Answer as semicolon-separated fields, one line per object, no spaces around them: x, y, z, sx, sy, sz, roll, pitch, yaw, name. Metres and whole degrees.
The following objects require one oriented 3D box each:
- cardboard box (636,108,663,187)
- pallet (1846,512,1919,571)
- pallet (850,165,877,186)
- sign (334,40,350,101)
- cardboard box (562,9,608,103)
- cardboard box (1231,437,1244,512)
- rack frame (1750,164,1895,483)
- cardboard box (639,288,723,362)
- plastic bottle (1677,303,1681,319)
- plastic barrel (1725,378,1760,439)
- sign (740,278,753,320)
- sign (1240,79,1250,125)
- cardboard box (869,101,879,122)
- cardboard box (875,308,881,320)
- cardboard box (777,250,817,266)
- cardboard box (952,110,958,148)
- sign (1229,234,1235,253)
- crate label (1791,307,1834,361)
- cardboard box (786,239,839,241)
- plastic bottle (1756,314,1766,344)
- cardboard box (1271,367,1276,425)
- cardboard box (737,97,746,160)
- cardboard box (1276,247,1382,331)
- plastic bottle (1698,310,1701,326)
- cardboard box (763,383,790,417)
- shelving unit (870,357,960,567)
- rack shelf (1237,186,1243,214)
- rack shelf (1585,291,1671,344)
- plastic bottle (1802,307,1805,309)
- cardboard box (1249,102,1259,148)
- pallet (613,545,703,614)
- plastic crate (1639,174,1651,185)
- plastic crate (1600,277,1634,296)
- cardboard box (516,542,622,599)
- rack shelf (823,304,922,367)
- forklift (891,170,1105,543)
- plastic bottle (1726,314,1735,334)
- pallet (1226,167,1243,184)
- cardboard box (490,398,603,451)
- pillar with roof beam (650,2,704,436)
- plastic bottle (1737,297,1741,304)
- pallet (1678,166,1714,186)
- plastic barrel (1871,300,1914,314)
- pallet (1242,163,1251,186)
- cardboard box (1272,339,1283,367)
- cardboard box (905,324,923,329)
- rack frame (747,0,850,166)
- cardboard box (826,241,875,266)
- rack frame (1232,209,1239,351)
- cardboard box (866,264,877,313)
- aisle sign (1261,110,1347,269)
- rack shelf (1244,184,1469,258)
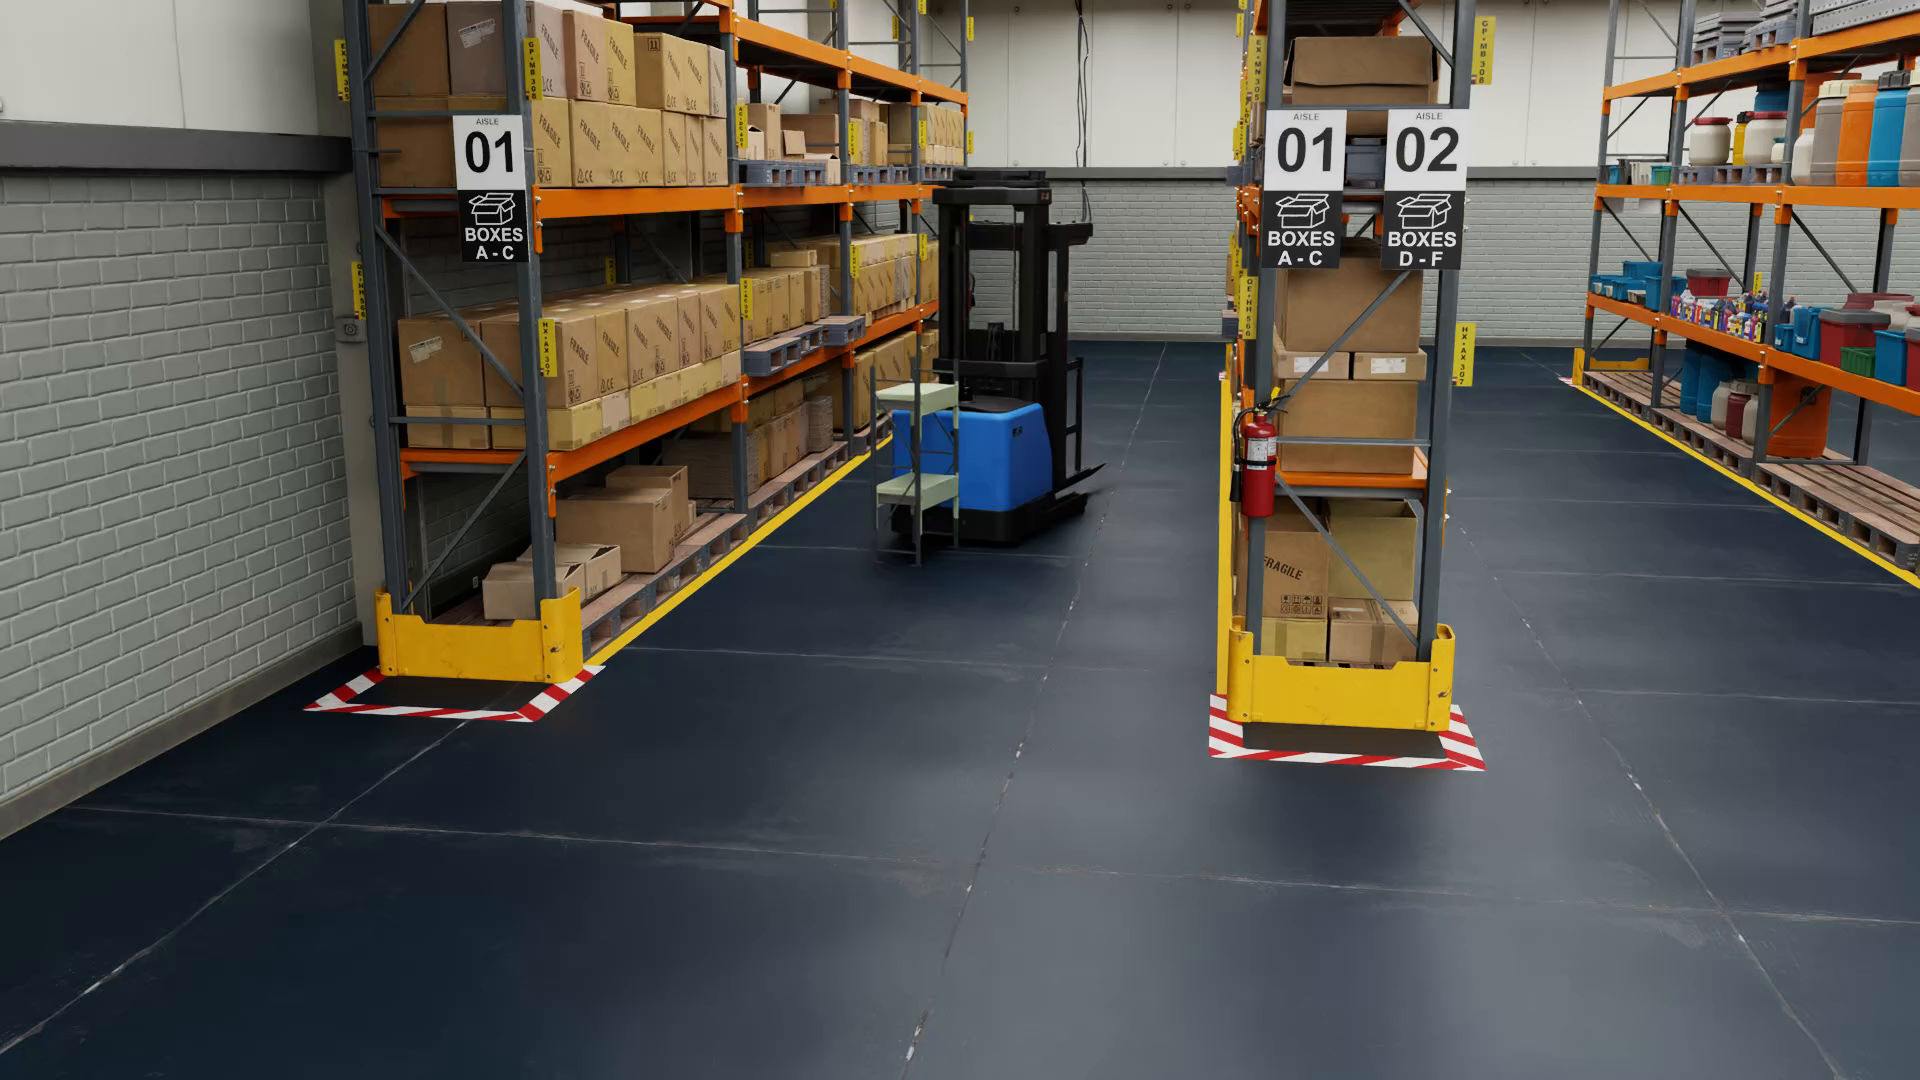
-2.296;-2.589;10.982;0.500;0.500;0.500;3;12;12;cardboard box
7.637;0.015;12.921;1.003;0.211;1.213;2;12;9;pallet
-1.573;-3.846;17.550;1.213;0.211;1.003;2;12;11;pallet
-3.395;-2.593;9.182;0.100;0.325;0.005;2;12;9;sign
-2.424;-2.860;9.867;0.500;0.500;0.500;2;12;8;cardboard box
2.280;-0.486;12.377;0.500;0.500;0.500;2;12;9;cardboard box
8.170;-2.016;15.727;1.000;3.000;0.127;2;12;9;rack frame
-2.073;-1.595;12.301;0.500;0.500;0.500;2;12;8;cardboard box
8.287;-2.636;19.078;0.097;0.201;0.097;0;12;0;plastic bottle
8.402;-1.380;17.502;0.600;0.588;0.708;2;12;9;plastic barrel
-1.697;-1.911;13.187;0.100;0.325;0.005;2;12;9;sign
2.123;-3.233;12.280;0.100;0.325;0.005;2;12;9;sign
-1.269;-5.087;19.798;0.500;0.250;0.500;3;12;13;cardboard box
-1.115;-2.604;19.007;0.380;0.149;0.250;2;12;9;cardboard box
-1.643;-2.845;16.753;0.380;0.149;0.250;0;12;1;cardboard box
-0.320;-5.751;23.280;0.500;0.500;0.500;2;12;10;cardboard box
3.970;-4.283;24.193;0.100;0.325;0.005;2;12;9;sign
7.750;-1.835;14.804;0.502;0.435;0.616;2;12;9;crate label
-1.641;-3.225;18.565;0.500;0.250;0.500;2;12;7;cardboard box
7.810;-2.057;16.194;0.061;0.283;0.133;2;12;9;plastic bottle
2.365;-0.980;10.682;0.700;0.500;0.500;2;12;10;cardboard box
-2.072;-3.336;13.498;0.500;0.500;0.500;4;13;17;cardboard box
2.290;-1.517;10.096;0.700;0.500;0.500;2;12;9;cardboard box
8.150;-2.451;18.219;0.097;0.201;0.097;0;12;0;plastic bottle
-1.902;-1.321;15.612;0.500;0.250;0.500;2;12;8;cardboard box
-0.341;-0.617;12.795;0.431;1.500;0.755;5;13;22;shelving unit
3.583;-3.708;18.167;1.077;0.370;4.000;2;12;9;rack shelf
9.092;-2.913;21.598;1.077;0.370;4.000;2;12;9;rack shelf
8.778;-2.296;17.333;0.097;0.271;0.097;0;12;0;plastic bottle
2.323;-3.037;11.779;0.500;0.500;0.500;3;13;13;cardboard box
-2.488;0.255;11.810;1.003;0.211;1.213;2;12;9;pallet
8.604;-4.463;20.588;0.293;0.136;0.466;2;12;9;plastic crate
8.936;-3.451;22.641;0.416;0.233;0.300;2;12;9;plastic crate
-2.567;0.168;10.931;0.500;0.311;0.500;3;13;13;cardboard box
-1.312;-2.401;19.224;1.077;0.370;4.000;2;12;9;rack shelf
0.480;-1.681;14.335;1.130;2.935;3.031;5;13;22;forklift
7.986;-2.230;17.192;0.097;0.201;0.097;0;12;0;plastic bottle
3.721;-4.251;19.423;1.213;0.211;1.003;2;12;9;pallet
-2.461;-0.699;9.926;0.500;0.250;0.500;2;12;7;cardboard box
1.580;-4.887;14.811;9.100;9.000;0.400;2;12;9;pillar with roof beam
9.044;-2.695;19.174;0.152;0.276;0.135;2;12;9;plastic bottle
8.761;-4.056;18.522;1.213;0.211;1.003;2;12;9;pallet
8.223;-1.849;14.689;0.421;0.512;0.421;0;12;0;plastic barrel
3.260;-3.407;15.510;1.213;0.211;1.003;2;12;11;pallet
1.994;-1.071;9.567;0.380;0.149;0.250;2;12;8;cardboard box
-0.731;-2.976;23.577;0.380;0.149;0.250;2;12;9;cardboard box
-1.619;-5.269;16.584;1.000;3.000;0.127;2;12;9;rack frame
-1.213;-3.105;18.012;0.500;0.250;0.500;2;12;8;cardboard box
4.506;-3.842;24.202;1.000;3.000;0.127;2;12;9;rack frame
-1.202;-2.742;18.107;0.500;0.500;0.500;2;12;11;cardboard box
1.745;-1.778;8.454;0.394;0.787;0.004;2;12;9;aisle sign
2.353;-2.043;10.439;1.077;0.370;4.000;2;12;9;rack shelf
